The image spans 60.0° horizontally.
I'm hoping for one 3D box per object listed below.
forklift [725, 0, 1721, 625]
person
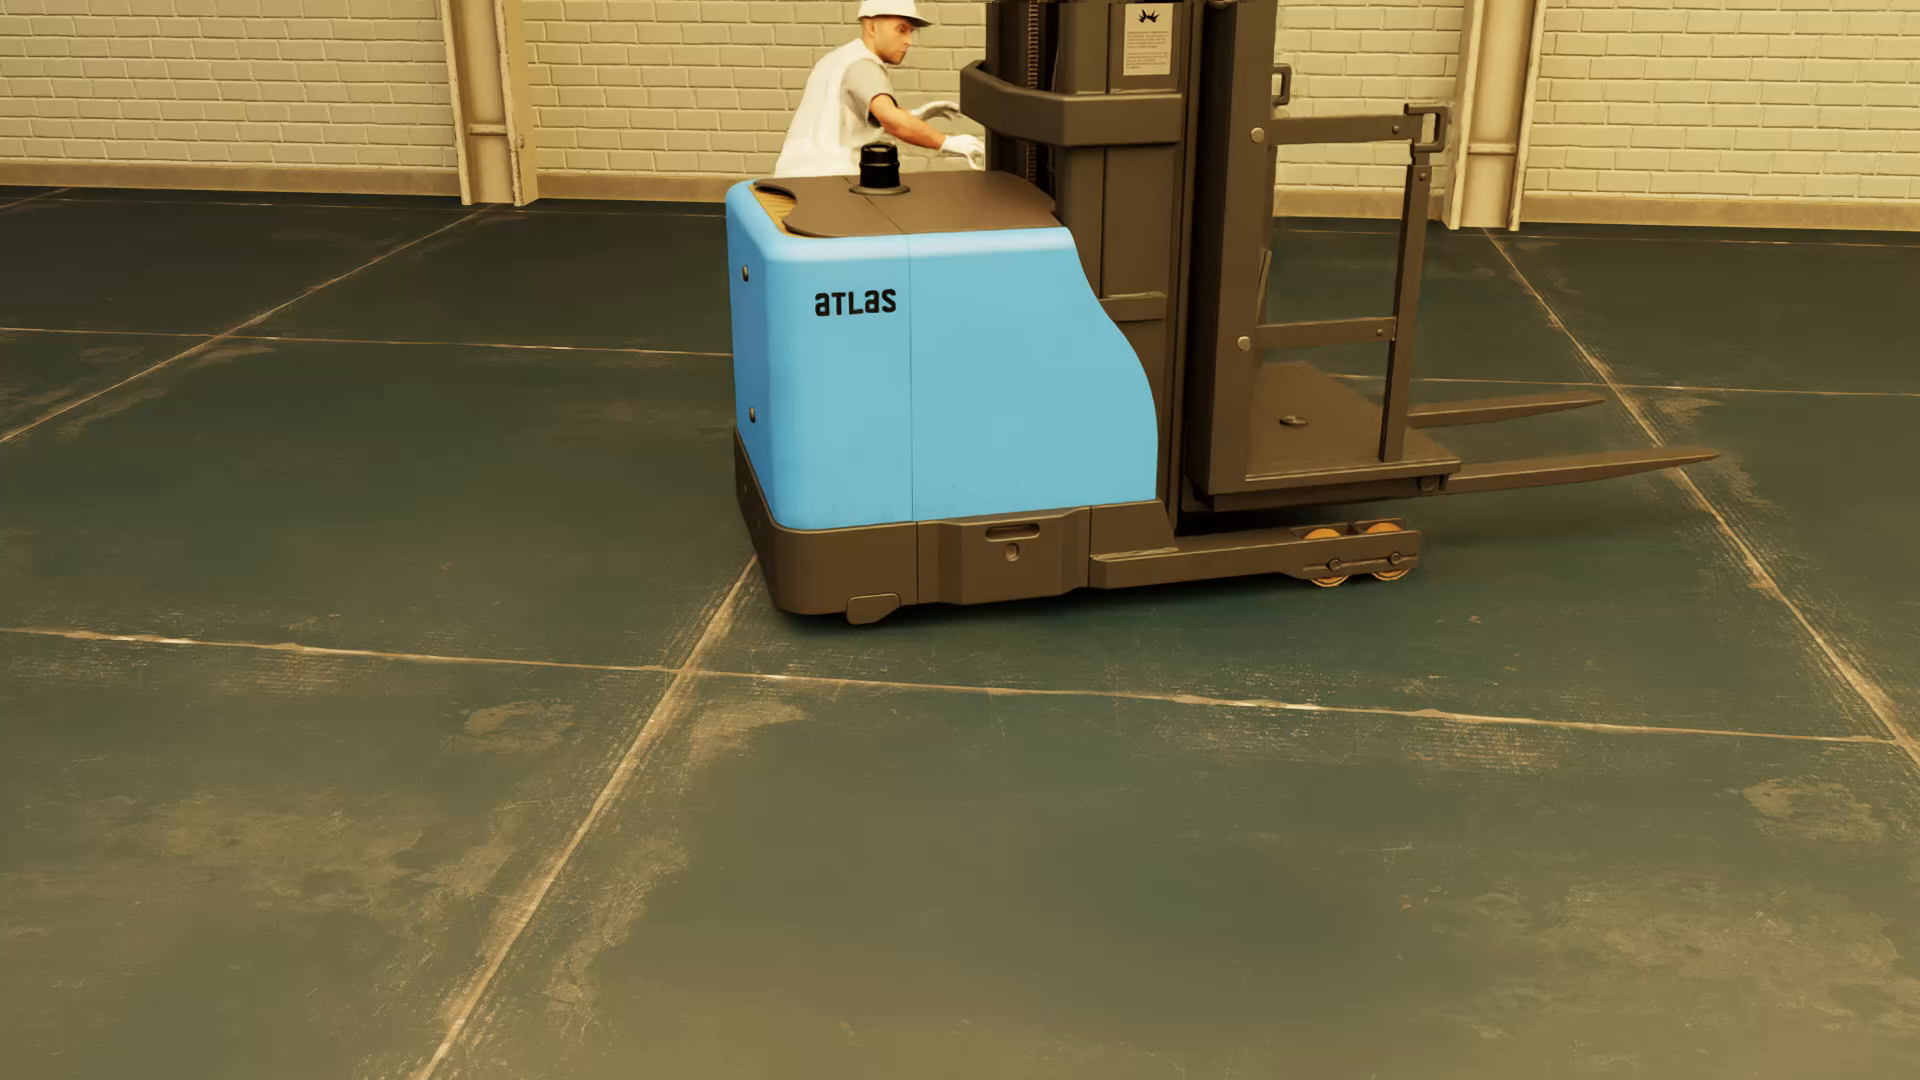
[{"bbox_3d":[0.860,-1.409,4.753,3.031,2.935,1.130,-5,23,-13],"label":"forklift"},{"bbox_3d":[-0.200,-1.322,6.381,1.000,1.511,0.949,19,29,39],"label":"person"}]
